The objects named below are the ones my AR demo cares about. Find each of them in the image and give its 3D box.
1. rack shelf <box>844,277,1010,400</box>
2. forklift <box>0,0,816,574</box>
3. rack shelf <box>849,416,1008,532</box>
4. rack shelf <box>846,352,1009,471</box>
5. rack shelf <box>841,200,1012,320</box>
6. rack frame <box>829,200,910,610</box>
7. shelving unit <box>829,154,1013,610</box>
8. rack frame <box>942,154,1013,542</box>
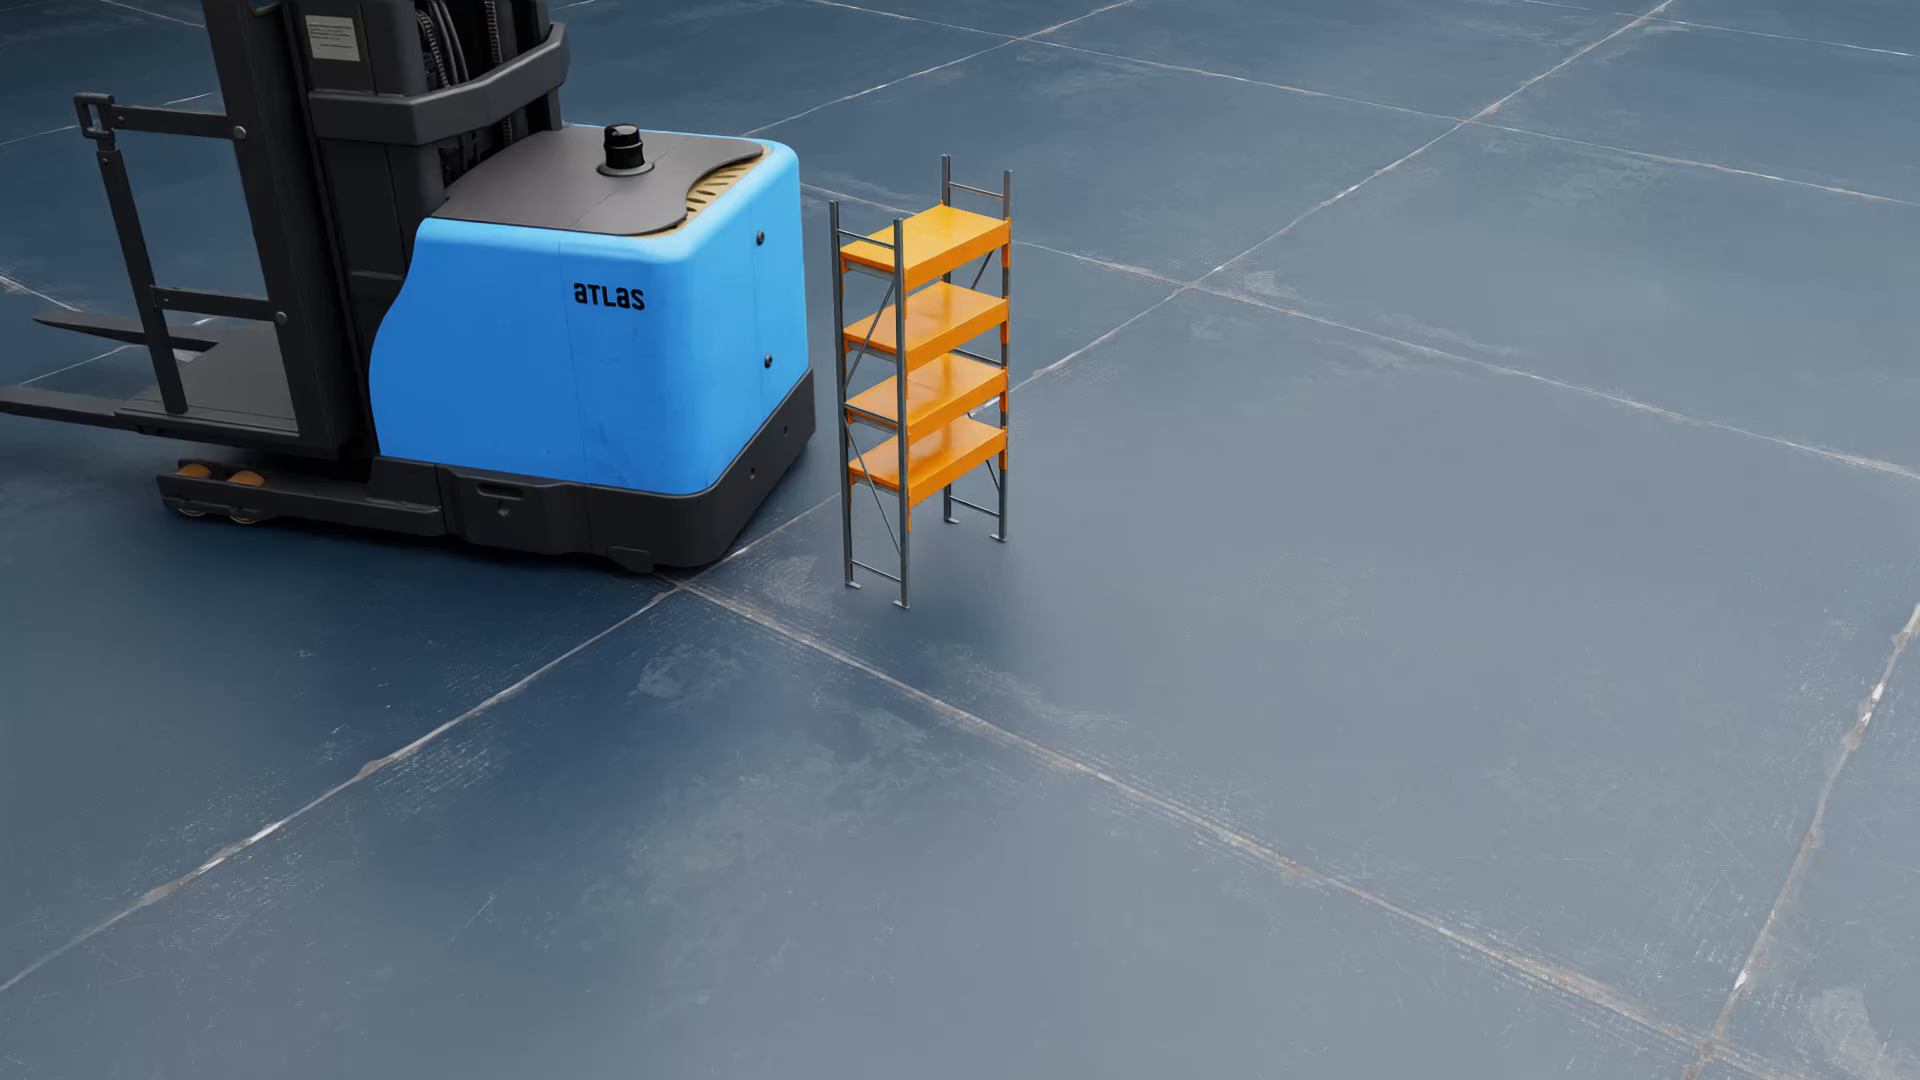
[{"bbox_3d":[-0.100,-0.583,4.751,0.258,0.148,0.480,21,37,31],"label":"rack shelf"},{"bbox_3d":[-2.073,-1.562,5.011,3.031,2.935,1.130,8,32,13],"label":"forklift"},{"bbox_3d":[-0.100,-0.220,4.966,0.258,0.148,0.480,21,37,31],"label":"rack shelf"},{"bbox_3d":[-0.100,-0.391,4.865,0.258,0.148,0.480,21,37,31],"label":"rack shelf"},{"bbox_3d":[-0.100,-0.787,4.630,0.258,0.148,0.480,21,37,31],"label":"rack shelf"},{"bbox_3d":[-0.247,-0.350,4.663,0.240,1.200,0.015,21,37,31],"label":"rack frame"},{"bbox_3d":[-0.100,-0.449,4.831,0.258,1.200,0.503,21,37,31],"label":"shelving unit"},{"bbox_3d":[0.047,-0.548,4.998,0.240,1.200,0.015,21,37,31],"label":"rack frame"}]
